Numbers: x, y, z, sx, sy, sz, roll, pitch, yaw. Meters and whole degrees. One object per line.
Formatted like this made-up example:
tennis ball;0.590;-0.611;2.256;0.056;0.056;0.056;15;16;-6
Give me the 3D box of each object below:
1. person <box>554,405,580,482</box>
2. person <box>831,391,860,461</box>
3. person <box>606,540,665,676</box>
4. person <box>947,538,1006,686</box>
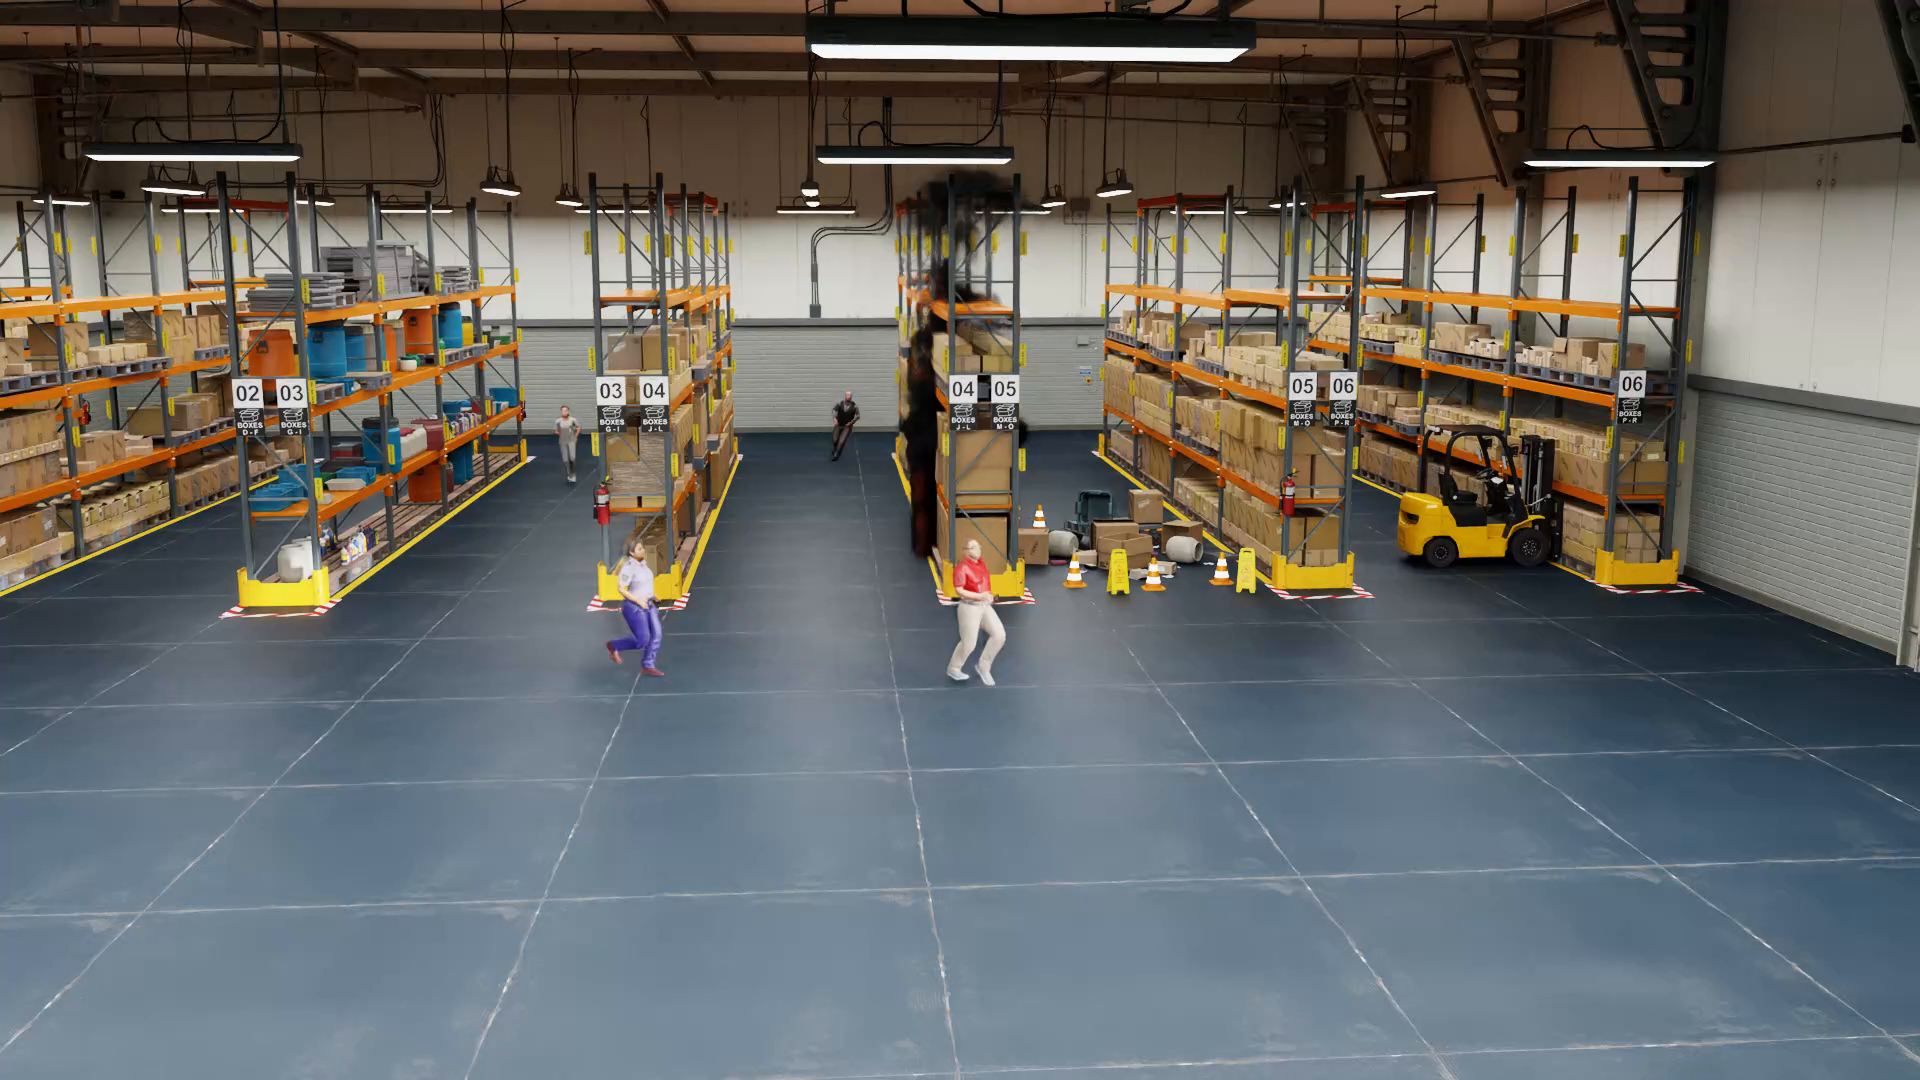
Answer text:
person;-8.386;-2.050;35.539;0.540;1.653;0.652;-2;10;-9
person;-2.719;-2.693;39.276;0.732;1.648;0.598;1;10;3
person;-3.820;0.801;19.600;0.685;1.618;0.607;3;10;17
person;0.183;0.841;19.168;0.737;1.754;0.671;8;13;40
